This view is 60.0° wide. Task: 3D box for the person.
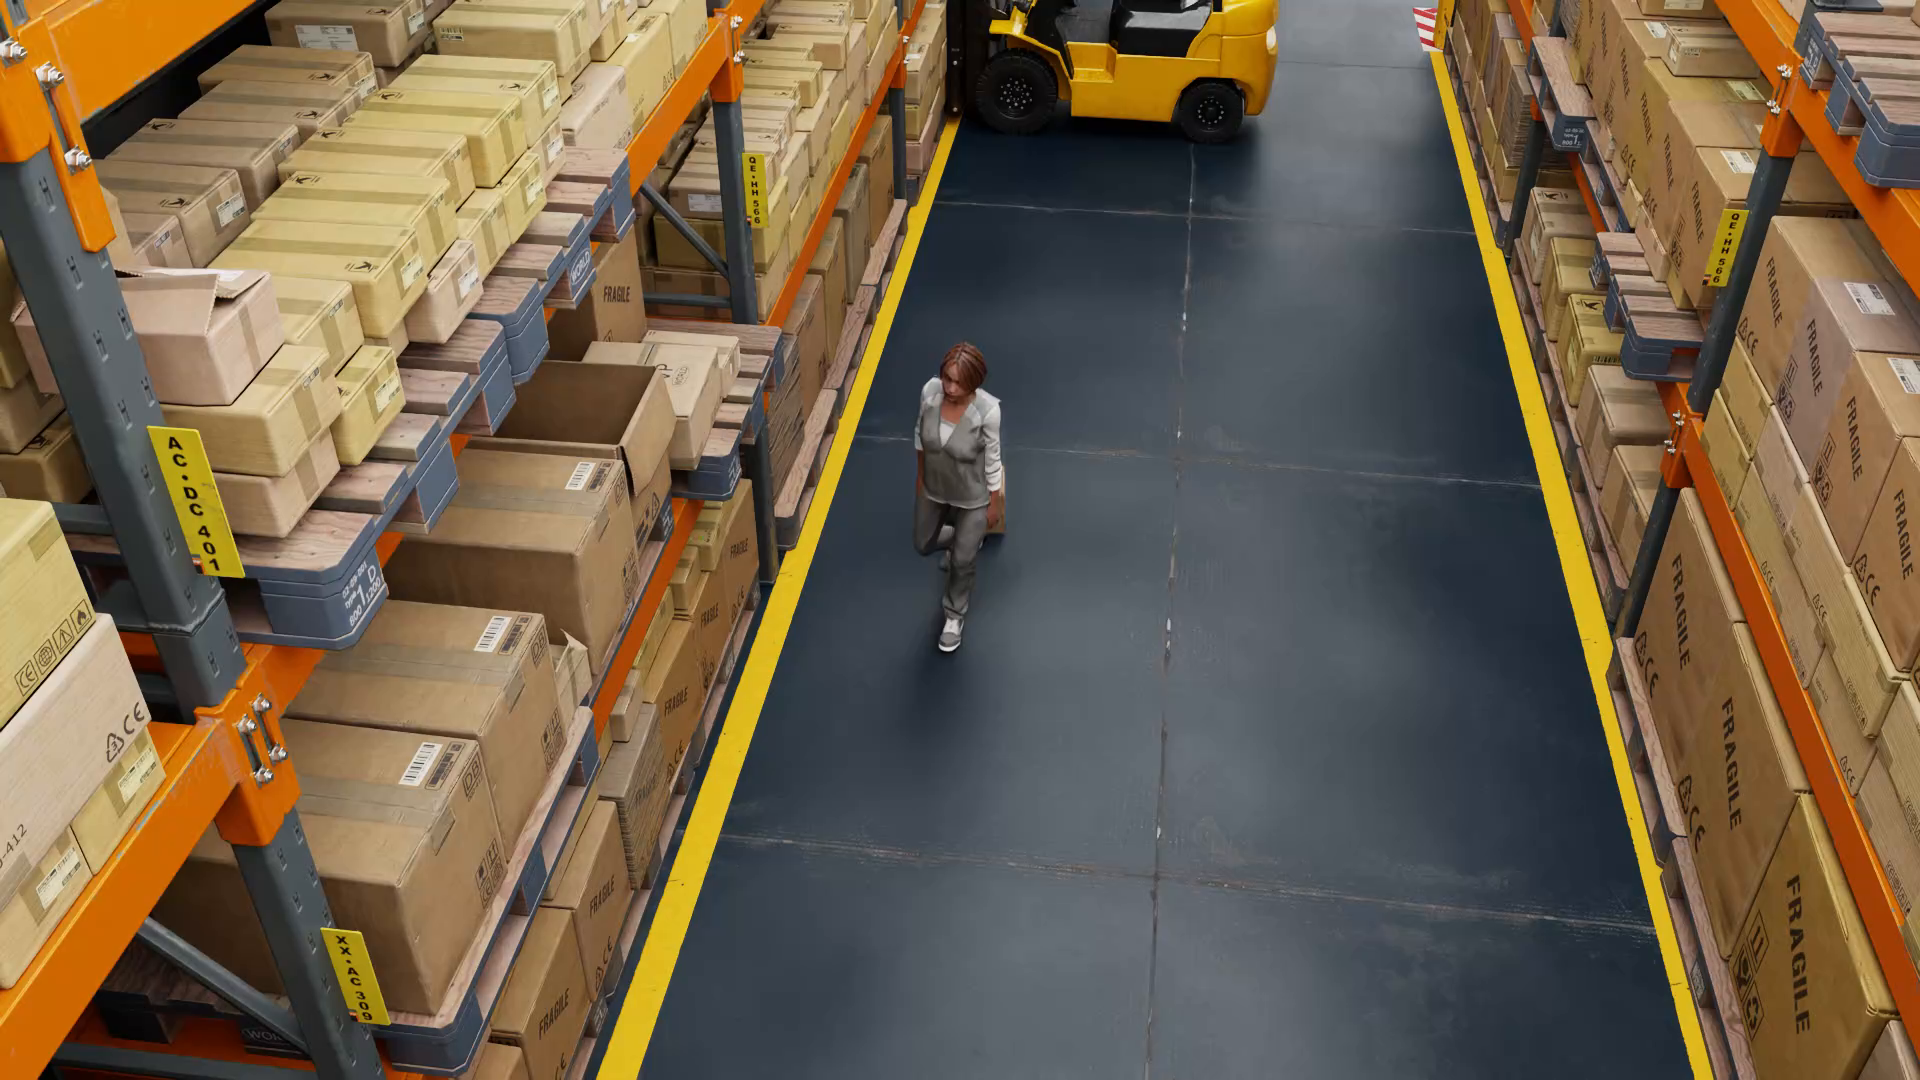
[{"bbox_3d":[0.024,-0.268,7.410,0.449,1.570,0.596,15,39,19],"label":"person"}]
